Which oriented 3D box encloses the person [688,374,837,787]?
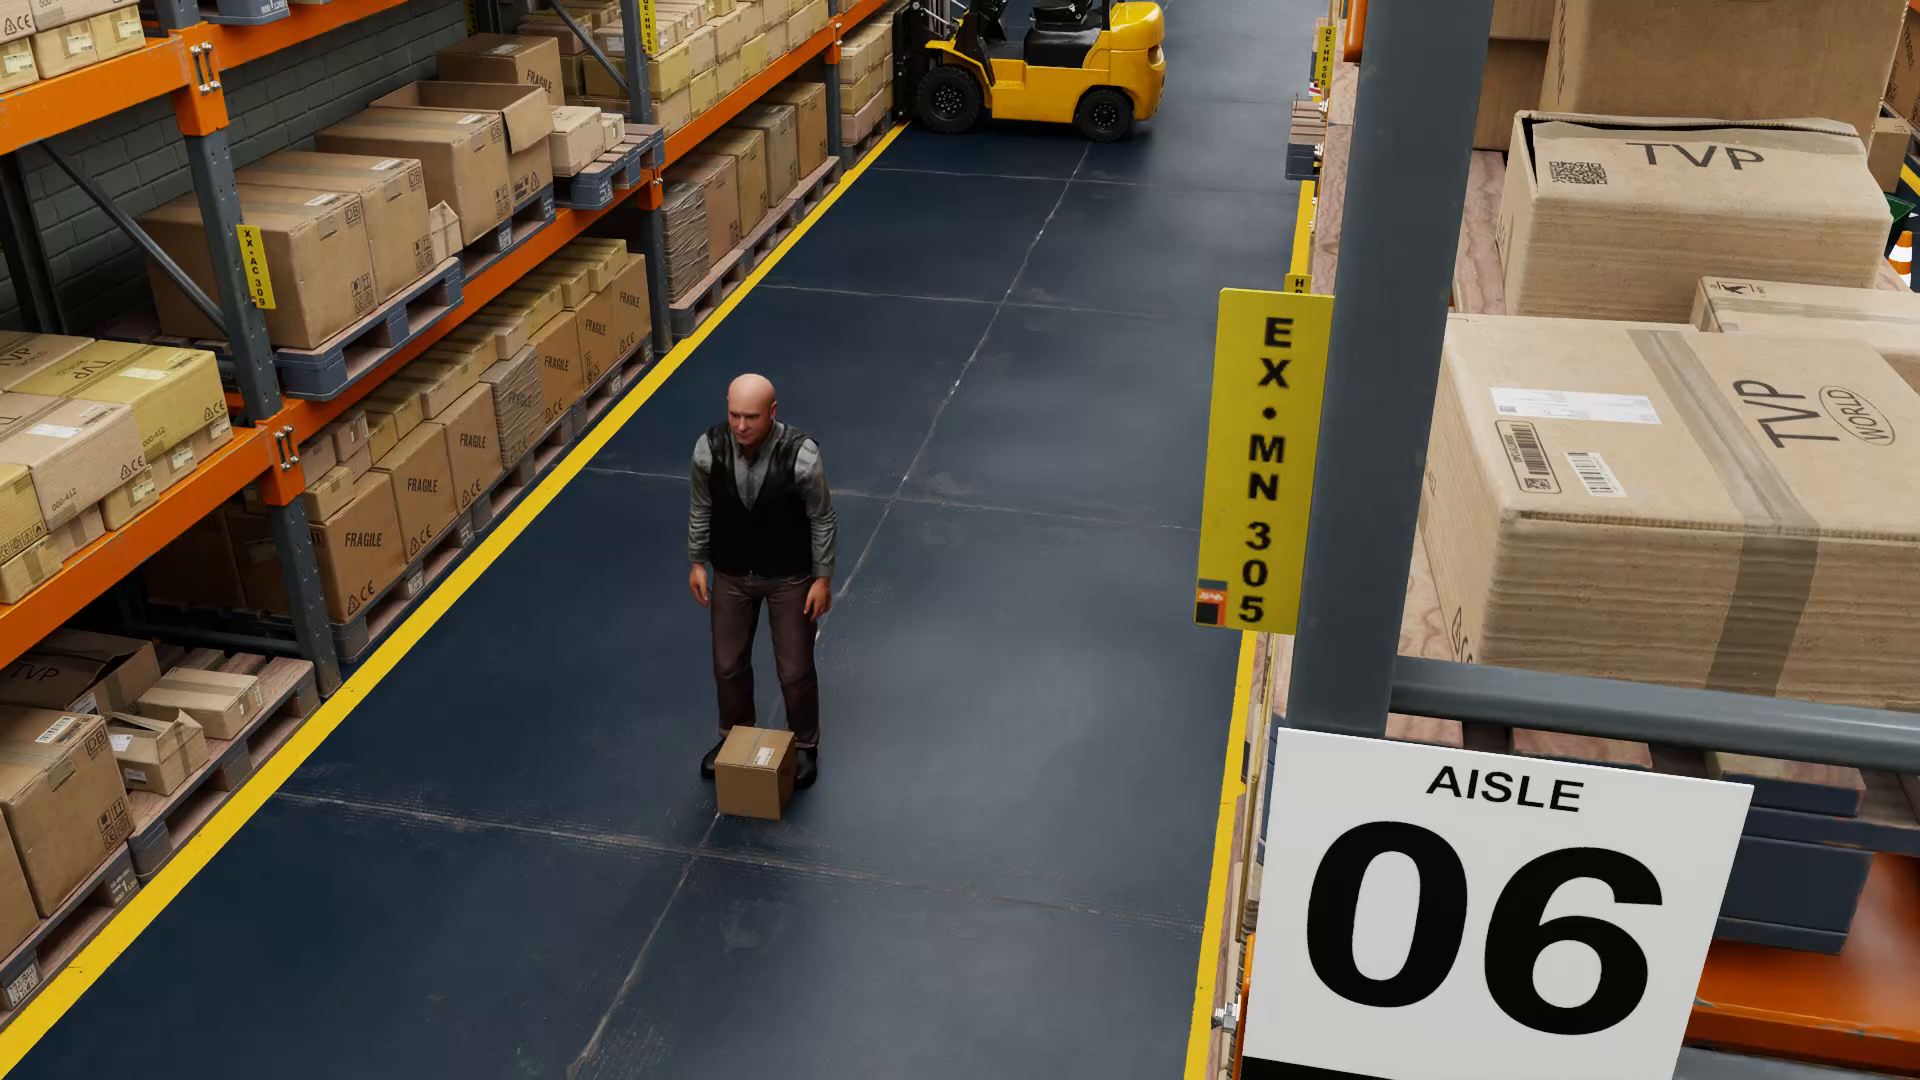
[{"bbox_3d":[-0.756,0.145,6.383,0.581,1.721,0.370,6,29,11],"label":"person"}]
